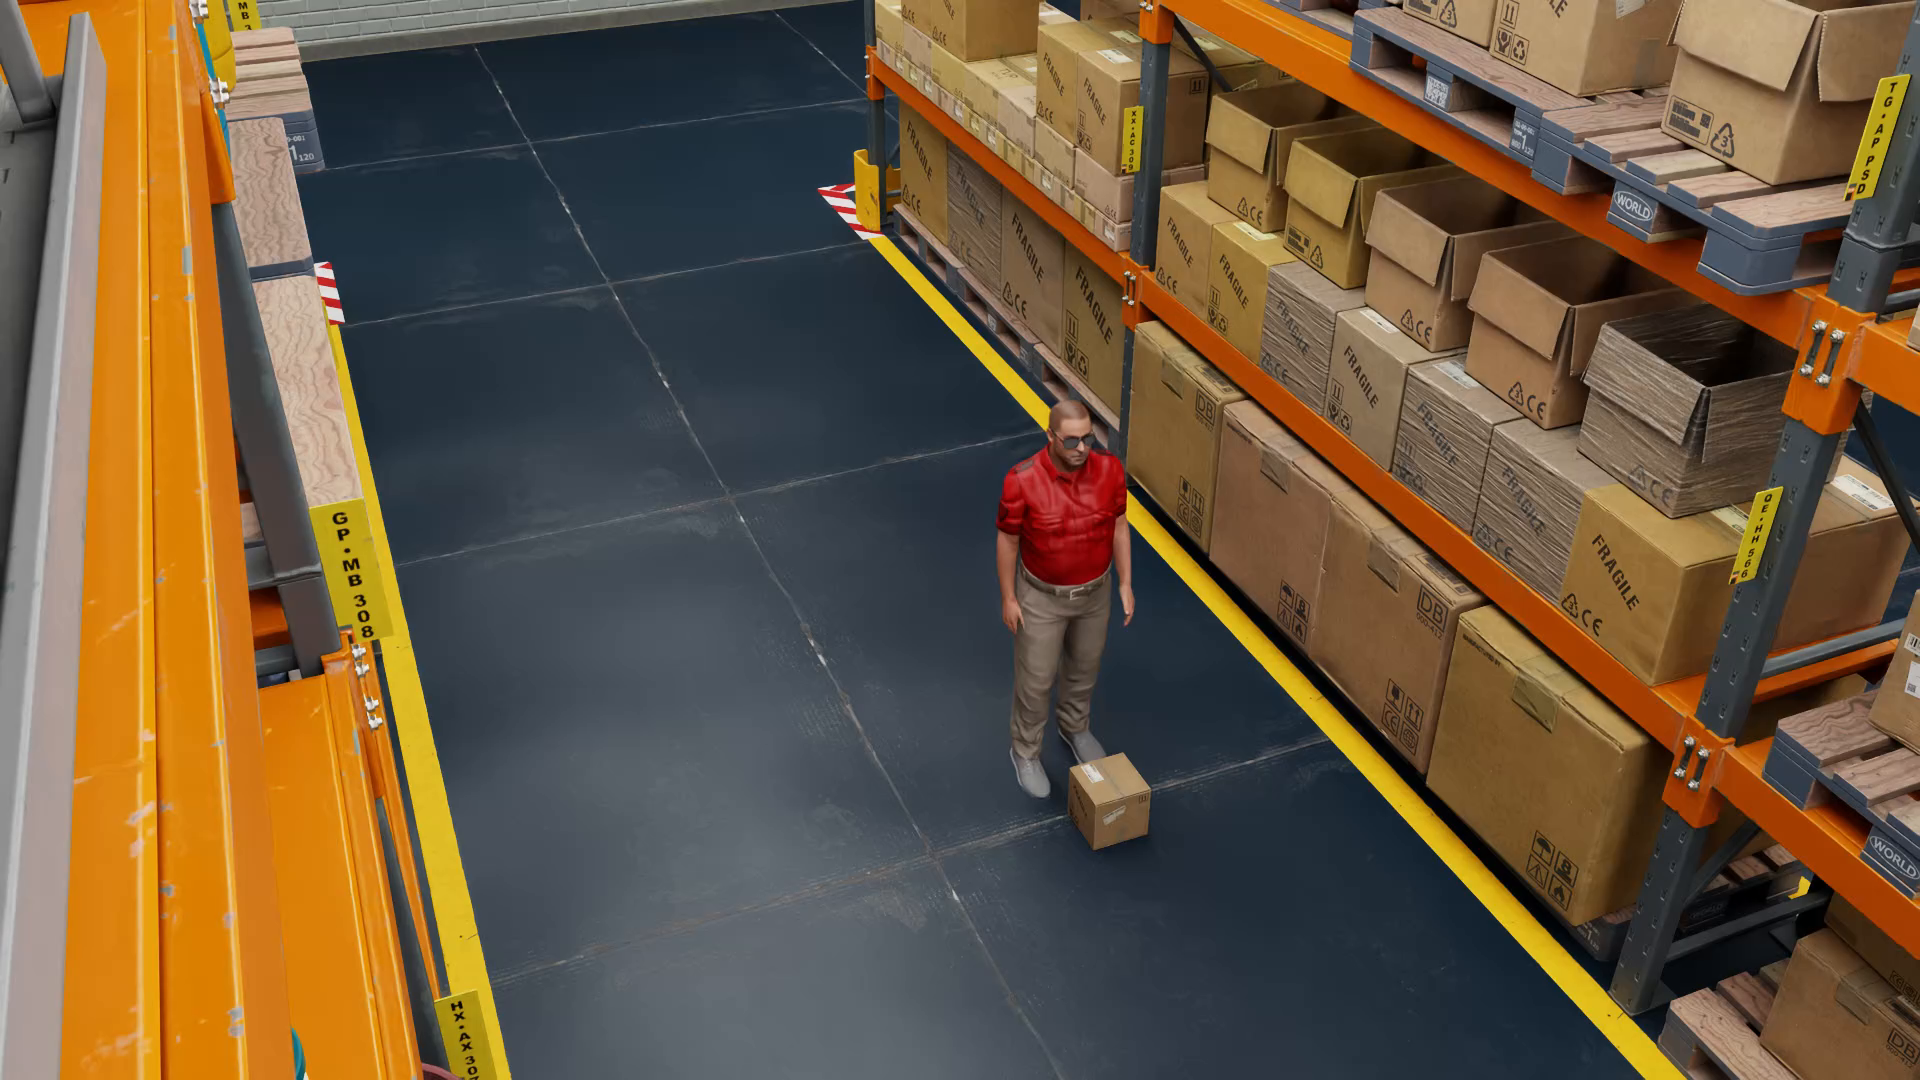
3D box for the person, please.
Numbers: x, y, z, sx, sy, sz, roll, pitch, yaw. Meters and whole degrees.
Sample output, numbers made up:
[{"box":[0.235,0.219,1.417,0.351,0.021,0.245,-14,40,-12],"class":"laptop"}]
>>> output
[{"box":[0.446,0.245,6.804,0.557,1.754,0.420,-12,35,-18],"class":"person"}]
